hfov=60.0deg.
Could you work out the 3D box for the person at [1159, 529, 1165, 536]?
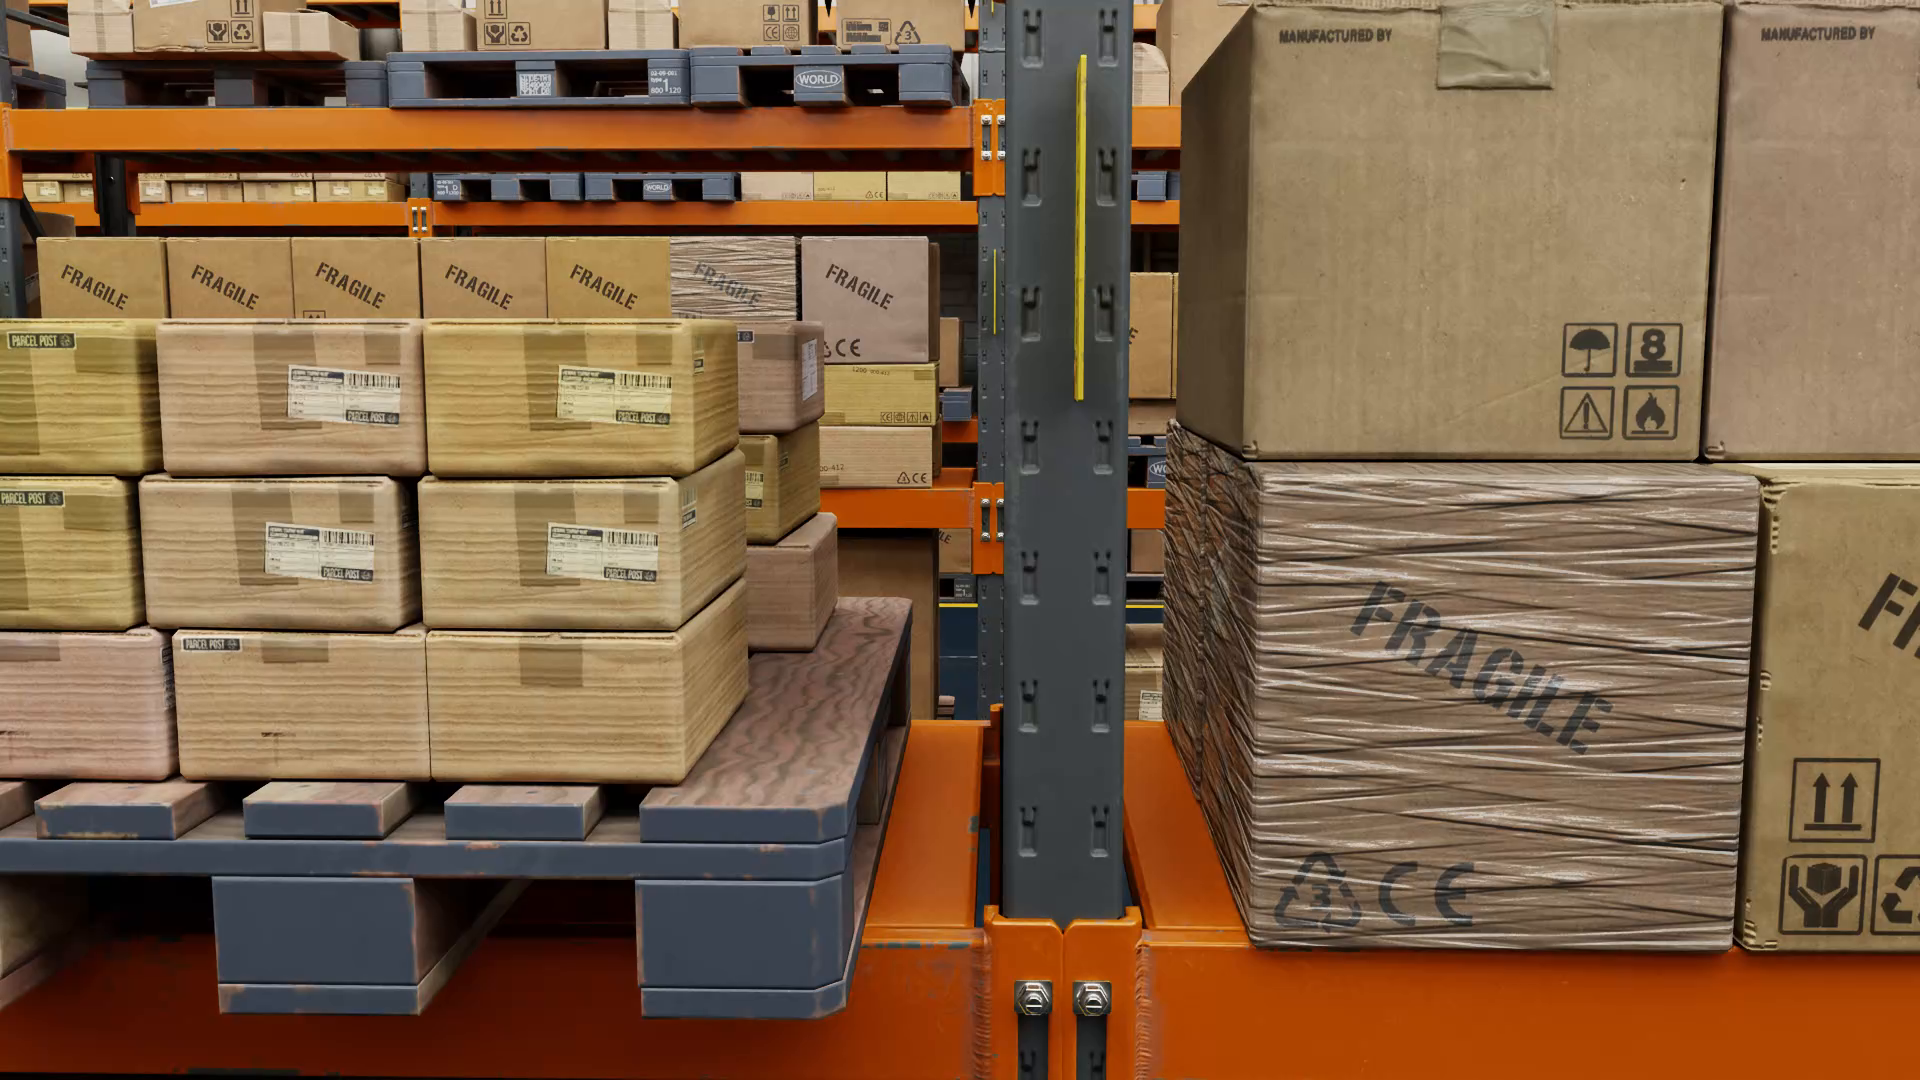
[{"bbox_3d":[1.434,-0.150,9.928,0.532,1.663,0.378,0,7,1],"label":"person"}]
